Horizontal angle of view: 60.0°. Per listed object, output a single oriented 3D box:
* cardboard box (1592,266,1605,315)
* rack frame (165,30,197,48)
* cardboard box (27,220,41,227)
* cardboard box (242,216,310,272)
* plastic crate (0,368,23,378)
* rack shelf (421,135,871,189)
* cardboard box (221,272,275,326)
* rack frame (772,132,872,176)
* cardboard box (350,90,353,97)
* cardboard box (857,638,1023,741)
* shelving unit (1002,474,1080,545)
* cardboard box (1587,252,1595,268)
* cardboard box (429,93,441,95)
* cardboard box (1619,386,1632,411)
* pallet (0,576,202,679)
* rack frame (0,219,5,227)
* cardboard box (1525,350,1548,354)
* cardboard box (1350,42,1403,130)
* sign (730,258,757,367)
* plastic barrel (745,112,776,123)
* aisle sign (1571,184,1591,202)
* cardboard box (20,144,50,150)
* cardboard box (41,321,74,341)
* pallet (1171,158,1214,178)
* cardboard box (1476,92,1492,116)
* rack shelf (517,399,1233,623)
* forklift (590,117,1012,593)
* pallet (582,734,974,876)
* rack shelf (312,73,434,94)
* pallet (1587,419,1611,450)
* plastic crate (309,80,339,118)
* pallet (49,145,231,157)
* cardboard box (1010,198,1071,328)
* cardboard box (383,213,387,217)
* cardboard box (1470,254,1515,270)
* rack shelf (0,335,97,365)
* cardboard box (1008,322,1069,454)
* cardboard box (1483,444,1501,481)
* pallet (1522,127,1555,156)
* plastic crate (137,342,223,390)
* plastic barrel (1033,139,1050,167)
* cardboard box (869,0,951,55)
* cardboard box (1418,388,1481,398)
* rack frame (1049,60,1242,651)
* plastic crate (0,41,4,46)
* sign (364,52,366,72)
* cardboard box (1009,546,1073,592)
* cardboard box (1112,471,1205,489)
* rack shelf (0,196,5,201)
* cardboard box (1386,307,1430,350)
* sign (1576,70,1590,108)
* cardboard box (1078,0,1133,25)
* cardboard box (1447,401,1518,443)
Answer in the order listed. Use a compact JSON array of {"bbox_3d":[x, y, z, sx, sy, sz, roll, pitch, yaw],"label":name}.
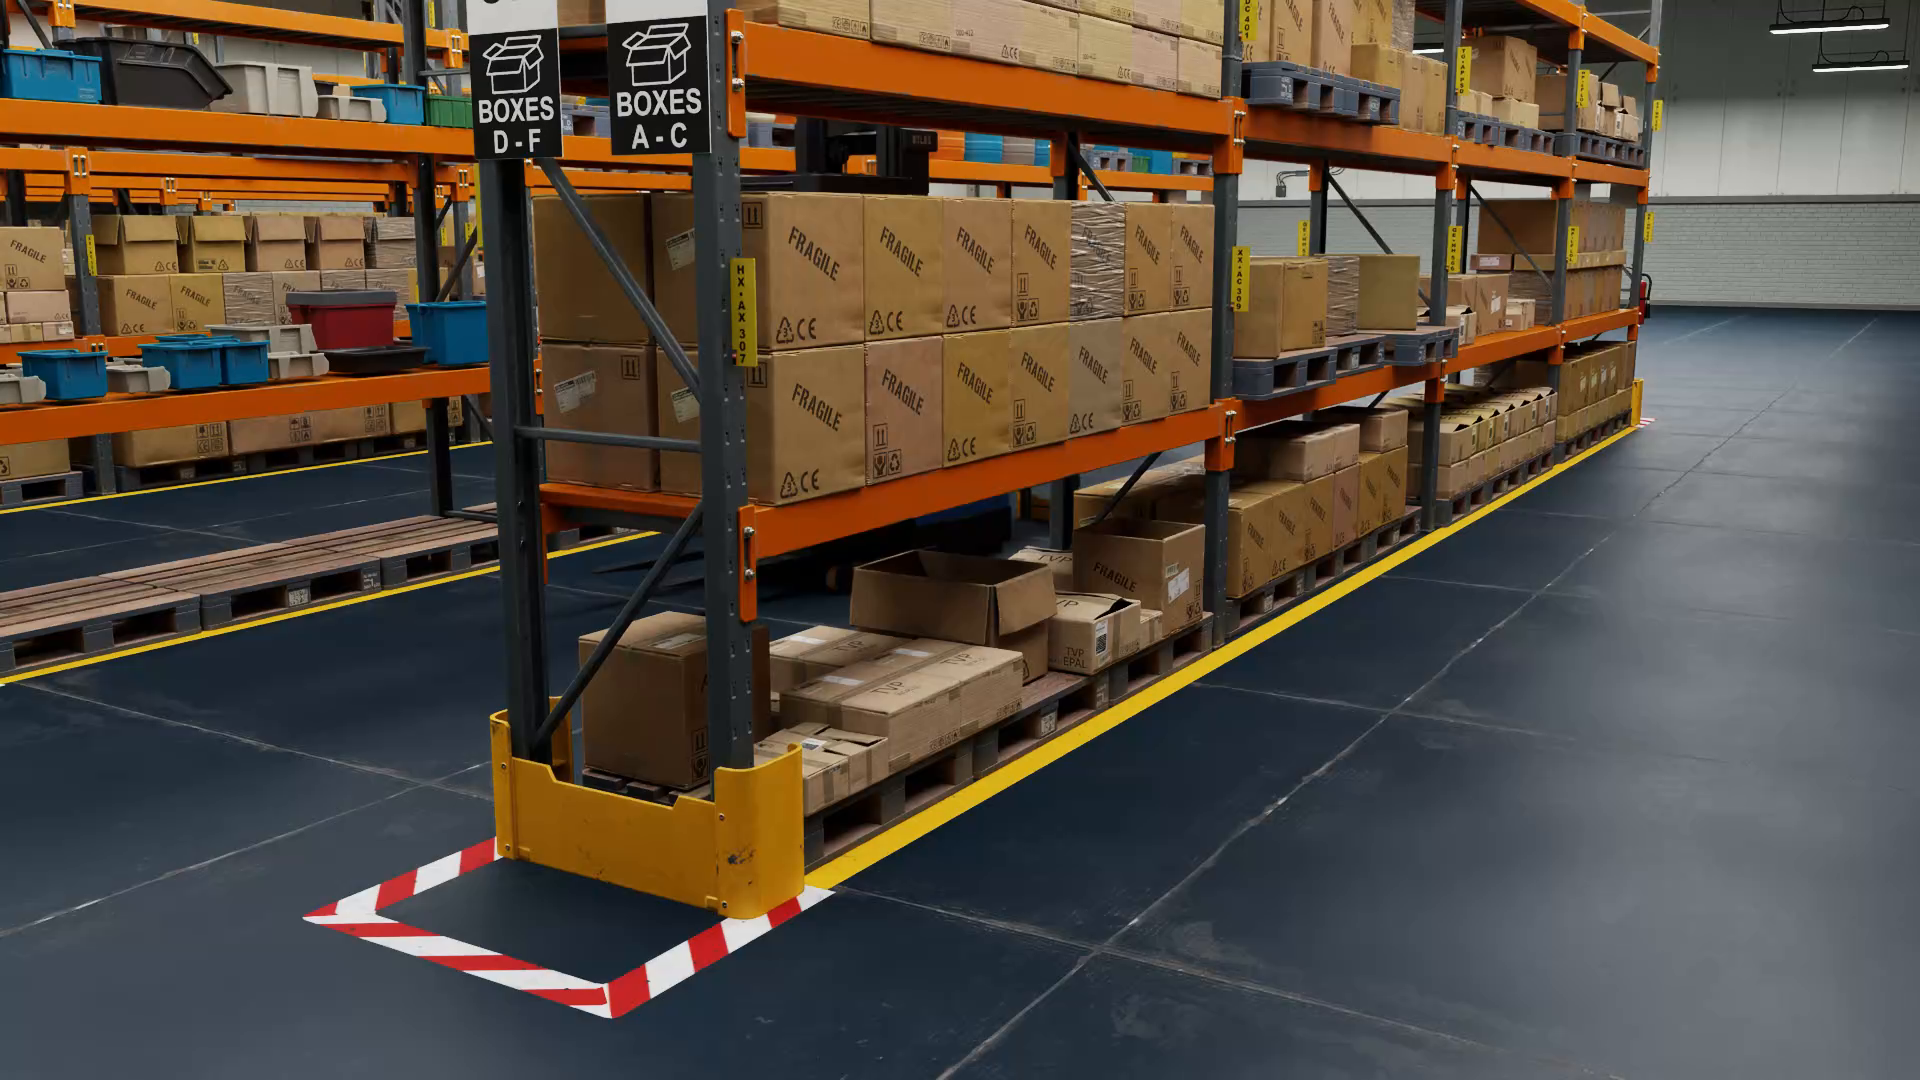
[{"bbox_3d":[6.396,-2.652,17.613,0.700,0.500,0.500,6,12,31],"label":"cardboard box"},{"bbox_3d":[-11.830,-7.049,25.069,1.000,3.000,0.127,6,12,31],"label":"rack frame"},{"bbox_3d":[-13.299,-4.476,23.644,0.380,0.149,0.250,6,12,28],"label":"cardboard box"},{"bbox_3d":[-6.514,-2.745,15.383,0.797,0.503,0.637,7,13,33],"label":"cardboard box"},{"bbox_3d":[-5.089,-0.839,8.751,0.396,0.136,0.243,6,12,31],"label":"plastic crate"},{"bbox_3d":[-2.242,-2.858,12.786,1.077,0.370,4.000,6,12,31],"label":"rack shelf"},{"bbox_3d":[-6.541,-2.151,14.936,0.500,0.500,0.500,6,12,29],"label":"cardboard box"},{"bbox_3d":[-1.204,-2.052,14.676,1.000,3.000,0.127,6,12,31],"label":"rack frame"},{"bbox_3d":[-5.692,-4.154,16.330,0.797,0.503,0.637,7,13,34],"label":"cardboard box"},{"bbox_3d":[-0.082,0.600,6.789,0.500,0.250,0.500,6,12,31],"label":"cardboard box"},{"bbox_3d":[0.373,-0.806,12.097,0.587,1.500,1.083,8,13,38],"label":"shelving unit"},{"bbox_3d":[6.210,-2.843,16.866,0.380,0.149,0.250,6,12,30],"label":"cardboard box"},{"bbox_3d":[-5.403,-4.393,17.401,0.500,0.500,0.500,7,13,32],"label":"cardboard box"},{"bbox_3d":[7.155,-1.578,18.479,0.500,0.250,0.500,6,12,31],"label":"cardboard box"},{"bbox_3d":[-4.896,0.451,8.885,1.003,0.211,1.213,6,12,31],"label":"pallet"},{"bbox_3d":[-16.074,-4.574,28.151,1.000,3.000,0.127,6,12,31],"label":"rack frame"},{"bbox_3d":[5.684,-1.681,16.988,0.500,0.500,0.500,6,12,31],"label":"cardboard box"},{"bbox_3d":[2.295,-2.867,10.611,0.910,0.500,0.500,6,12,31],"label":"cardboard box"},{"bbox_3d":[-0.662,-0.693,5.068,0.100,0.325,0.005,6,12,31],"label":"sign"},{"bbox_3d":[-1.635,-3.482,13.398,0.301,0.262,0.301,0,11,0],"label":"plastic barrel"},{"bbox_3d":[6.953,-4.153,18.838,0.394,0.787,0.004,6,12,31],"label":"aisle sign"},{"bbox_3d":[-10.215,-4.266,18.080,0.500,0.500,0.500,6,12,31],"label":"cardboard box"},{"bbox_3d":[-7.392,-1.693,13.443,0.380,0.149,0.250,6,12,31],"label":"cardboard box"},{"bbox_3d":[2.436,-4.571,20.493,1.003,0.211,1.213,6,12,31],"label":"pallet"},{"bbox_3d":[4.059,-3.519,13.629,0.500,0.250,0.500,5,12,26],"label":"cardboard box"},{"bbox_3d":[-0.087,-0.281,7.171,1.077,0.370,4.000,6,12,31],"label":"rack shelf"},{"bbox_3d":[-0.956,-1.220,10.420,1.130,2.935,3.031,8,13,38],"label":"forklift"},{"bbox_3d":[-0.673,0.914,6.415,1.003,0.211,1.213,6,12,31],"label":"pallet"},{"bbox_3d":[-8.585,-5.728,21.050,1.077,0.370,4.000,6,12,31],"label":"rack shelf"},{"bbox_3d":[6.186,-1.150,17.437,1.003,0.211,1.213,6,12,31],"label":"pallet"},{"bbox_3d":[-4.160,-2.663,10.148,0.497,0.269,0.590,6,12,31],"label":"plastic crate"},{"bbox_3d":[-7.080,-3.425,14.380,0.805,0.209,1.217,6,12,28],"label":"pallet"},{"bbox_3d":[0.122,-1.146,6.849,0.500,0.500,0.500,6,12,30],"label":"cardboard box"},{"bbox_3d":[-9.832,-5.315,28.312,0.700,0.500,0.500,6,12,29],"label":"cardboard box"},{"bbox_3d":[5.062,-2.638,15.774,0.380,0.149,0.250,6,12,31],"label":"cardboard box"},{"bbox_3d":[-8.552,-1.228,12.229,1.077,0.370,4.000,6,12,31],"label":"rack shelf"},{"bbox_3d":[0.117,-0.652,6.929,0.500,0.500,0.500,7,12,31],"label":"cardboard box"},{"bbox_3d":[4.075,-0.648,13.512,0.500,0.250,0.500,6,12,29],"label":"cardboard box"},{"bbox_3d":[4.657,-3.447,14.499,0.805,0.209,1.217,6,12,28],"label":"pallet"},{"bbox_3d":[-4.264,-0.955,9.111,0.416,0.233,0.300,6,12,31],"label":"plastic crate"},{"bbox_3d":[0.794,-4.301,17.176,0.600,0.901,0.708,6,12,31],"label":"plastic barrel"},{"bbox_3d":[-0.371,-1.854,5.877,0.500,0.250,0.500,6,12,31],"label":"cardboard box"},{"bbox_3d":[4.412,-1.218,15.030,0.500,0.311,0.500,6,12,30],"label":"cardboard box"},{"bbox_3d":[0.951,-0.949,8.785,1.000,3.000,0.127,6,12,31],"label":"rack frame"},{"bbox_3d":[-4.919,-2.237,7.872,0.497,0.269,0.590,6,12,31],"label":"plastic crate"},{"bbox_3d":[-10.217,-8.228,28.613,0.100,0.325,0.005,6,12,31],"label":"sign"},{"bbox_3d":[0.548,0.202,8.749,0.500,0.311,0.500,6,12,31],"label":"cardboard box"},{"bbox_3d":[1.226,-0.118,9.946,0.500,0.500,0.500,6,12,31],"label":"cardboard box"},{"bbox_3d":[-17.113,-5.380,26.261,1.077,0.370,4.000,6,12,31],"label":"rack shelf"},{"bbox_3d":[3.254,-1.587,12.436,0.500,0.311,0.500,7,13,34],"label":"cardboard box"},{"bbox_3d":[5.573,-4.040,14.884,0.100,0.325,0.005,6,12,31],"label":"sign"},{"bbox_3d":[0.406,-2.336,7.092,0.500,0.250,0.500,6,12,31],"label":"cardboard box"},{"bbox_3d":[4.349,-1.007,13.903,0.500,0.311,0.500,6,12,30],"label":"cardboard box"}]
